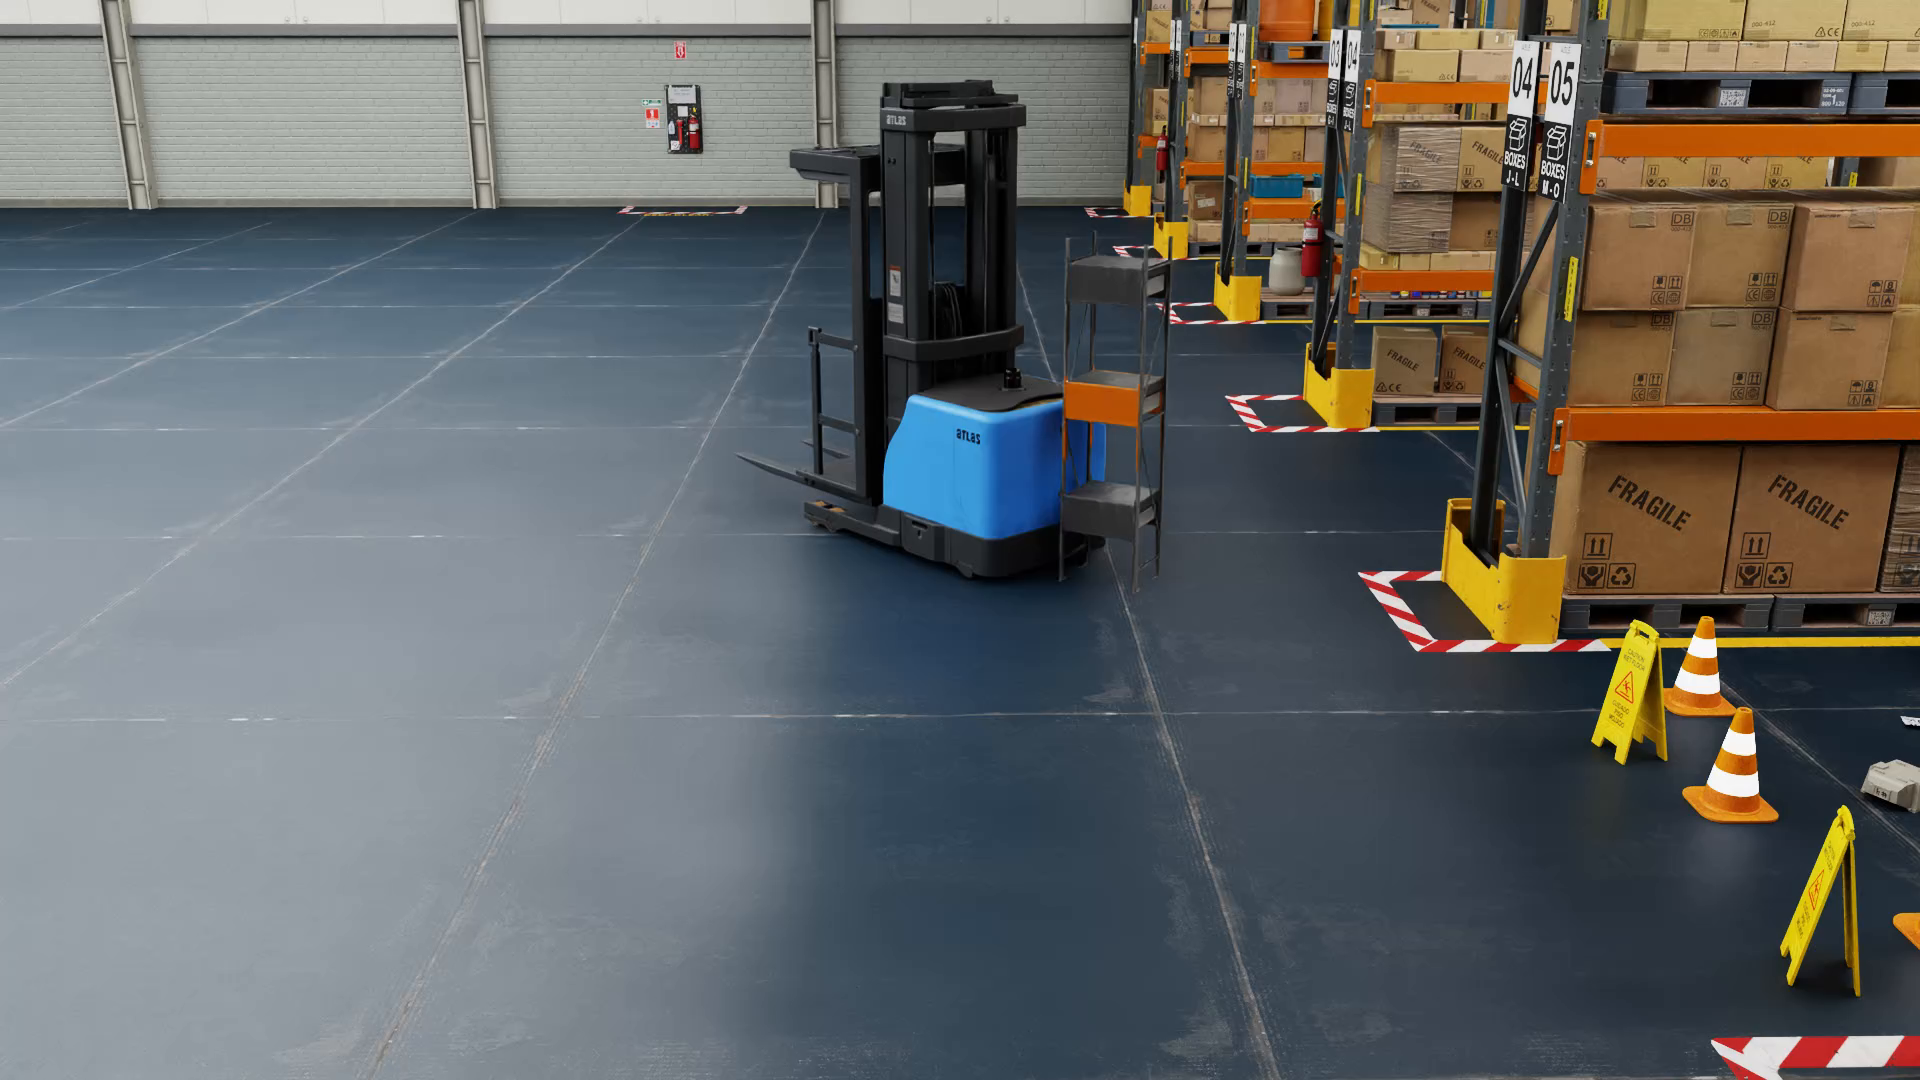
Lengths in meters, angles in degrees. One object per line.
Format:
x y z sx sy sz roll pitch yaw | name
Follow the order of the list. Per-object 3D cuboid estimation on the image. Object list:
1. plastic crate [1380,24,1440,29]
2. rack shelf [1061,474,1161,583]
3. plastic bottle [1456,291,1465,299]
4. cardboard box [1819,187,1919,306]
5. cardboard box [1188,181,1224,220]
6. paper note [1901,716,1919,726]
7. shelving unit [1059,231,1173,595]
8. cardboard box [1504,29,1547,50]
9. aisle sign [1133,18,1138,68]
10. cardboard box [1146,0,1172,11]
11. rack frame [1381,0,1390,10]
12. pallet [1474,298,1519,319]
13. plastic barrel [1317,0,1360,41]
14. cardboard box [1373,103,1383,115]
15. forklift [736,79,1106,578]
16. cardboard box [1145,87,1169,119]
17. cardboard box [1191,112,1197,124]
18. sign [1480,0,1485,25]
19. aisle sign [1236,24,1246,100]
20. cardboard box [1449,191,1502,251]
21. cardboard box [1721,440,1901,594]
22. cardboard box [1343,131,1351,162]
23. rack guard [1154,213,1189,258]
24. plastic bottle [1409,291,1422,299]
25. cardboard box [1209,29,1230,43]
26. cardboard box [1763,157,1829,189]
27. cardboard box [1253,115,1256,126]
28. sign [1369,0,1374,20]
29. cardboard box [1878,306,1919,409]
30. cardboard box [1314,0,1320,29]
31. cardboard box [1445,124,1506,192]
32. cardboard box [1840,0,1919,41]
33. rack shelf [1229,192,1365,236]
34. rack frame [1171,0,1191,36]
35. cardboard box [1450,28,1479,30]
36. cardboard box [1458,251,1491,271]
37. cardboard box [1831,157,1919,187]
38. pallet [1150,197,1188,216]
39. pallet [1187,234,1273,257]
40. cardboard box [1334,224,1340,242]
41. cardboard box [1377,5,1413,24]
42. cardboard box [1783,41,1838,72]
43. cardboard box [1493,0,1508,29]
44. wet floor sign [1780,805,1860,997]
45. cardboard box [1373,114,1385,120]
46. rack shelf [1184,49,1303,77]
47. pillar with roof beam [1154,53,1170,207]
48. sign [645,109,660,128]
5.027 -5.577 18.639 0.575 0.384 0.392 0 18 -1 | plastic crate
0.927 -0.077 10.186 0.480 0.518 0.431 10 20 27 | rack shelf
5.690 -2.850 18.881 0.097 0.201 0.097 0 18 0 | plastic bottle
5.191 -1.637 9.228 0.500 0.550 0.875 0 18 -1 | cardboard box
3.582 -4.910 24.028 0.500 0.500 0.500 0 18 -1 | cardboard box
4.734 0.898 8.200 0.142 0.017 0.144 6 19 18 | paper note
0.928 -0.756 9.968 0.503 2.100 0.431 10 20 27 | shelving unit
4.510 -4.010 13.320 0.250 0.149 0.380 0 18 -1 | cardboard box
2.902 -8.227 27.528 0.004 0.787 0.394 0 18 -1 | aisle sign
3.358 -8.971 27.357 0.500 0.500 0.500 -2 18 -5 | cardboard box
6.969 -9.957 27.356 0.127 3.000 1.000 0 18 -1 | rack frame
6.453 -2.757 19.295 1.213 0.211 1.003 0 18 -1 | pallet
4.263 -5.818 18.366 0.600 0.588 0.600 0 18 0 | plastic barrel
5.601 -6.244 23.314 0.500 0.500 0.700 0 18 -1 | cardboard box
-0.411 -1.539 11.046 1.130 2.935 3.031 -15 23 -39 | forklift
3.437 -7.444 28.327 0.500 0.500 0.500 0 18 -1 | cardboard box
3.430 -5.985 23.568 0.250 0.149 0.380 -1 18 -2 | cardboard box
7.061 -7.130 22.478 0.005 0.325 0.100 0 18 -1 | sign
3.058 -5.204 18.102 0.004 0.787 0.394 0 18 -1 | aisle sign
4.252 -2.765 14.107 0.500 0.500 0.875 0 18 -1 | cardboard box
4.738 -0.244 9.689 0.875 0.875 0.875 -1 18 -2 | cardboard box
5.578 -5.626 23.510 0.500 0.500 0.700 0 18 0 | cardboard box
3.027 -4.378 23.877 0.348 0.500 1.175 0 18 -1 | rack guard
5.170 -2.881 18.844 0.133 0.283 0.061 0 18 0 | plastic bottle
4.364 -8.487 27.488 0.500 0.500 0.500 1 18 2 | cardboard box
6.757 -3.141 13.642 0.500 0.500 0.500 0 18 -1 | cardboard box
3.960 -5.864 23.191 0.250 0.149 0.380 0 18 -1 | cardboard box
3.212 -4.222 12.955 0.005 0.325 0.100 0 18 -1 | sign
5.192 -1.103 9.331 0.500 0.550 0.875 0 18 -1 | cardboard box
4.716 -7.235 22.701 0.500 0.500 0.500 0 18 -1 | cardboard box
4.258 -3.128 13.600 0.500 0.500 0.500 0 18 -1 | cardboard box
4.680 -2.703 8.560 0.500 0.250 0.500 0 18 -1 | cardboard box
5.125 -3.723 18.919 4.000 0.370 1.077 0 18 -1 | rack shelf
3.051 -8.425 22.579 0.127 3.000 1.000 0 18 -1 | rack frame
4.261 -4.195 13.896 0.250 0.149 0.380 0 18 -1 | cardboard box
4.242 -2.351 13.878 0.250 0.149 0.380 0 18 -1 | cardboard box
8.000 -3.009 13.847 1.000 1.000 1.000 0 18 0 | cardboard box
3.858 -5.747 28.617 1.213 0.211 1.003 0 18 -1 | pallet
3.815 -4.257 23.973 1.213 0.211 1.003 0 18 -1 | pallet
5.090 -4.400 23.669 0.500 0.250 0.500 0 18 -1 | cardboard box
6.003 -7.316 23.261 0.500 0.311 0.500 -1 18 -4 | cardboard box
4.287 -2.491 8.553 0.250 0.149 0.380 0 18 0 | cardboard box
4.749 -4.483 13.733 0.500 0.500 0.500 0 18 -1 | cardboard box
3.153 1.279 6.004 0.232 0.644 0.267 6 19 18 | wet floor sign
5.765 -5.873 23.220 0.250 0.149 0.380 0 18 -1 | cardboard box
5.051 -6.664 23.177 4.000 0.370 1.077 0 18 -1 | rack shelf
3.723 -8.891 24.031 0.400 9.000 9.100 0 18 -1 | pillar with roof beam
-5.370 -7.366 29.039 0.234 0.329 0.001 0 18 -1 | sign
